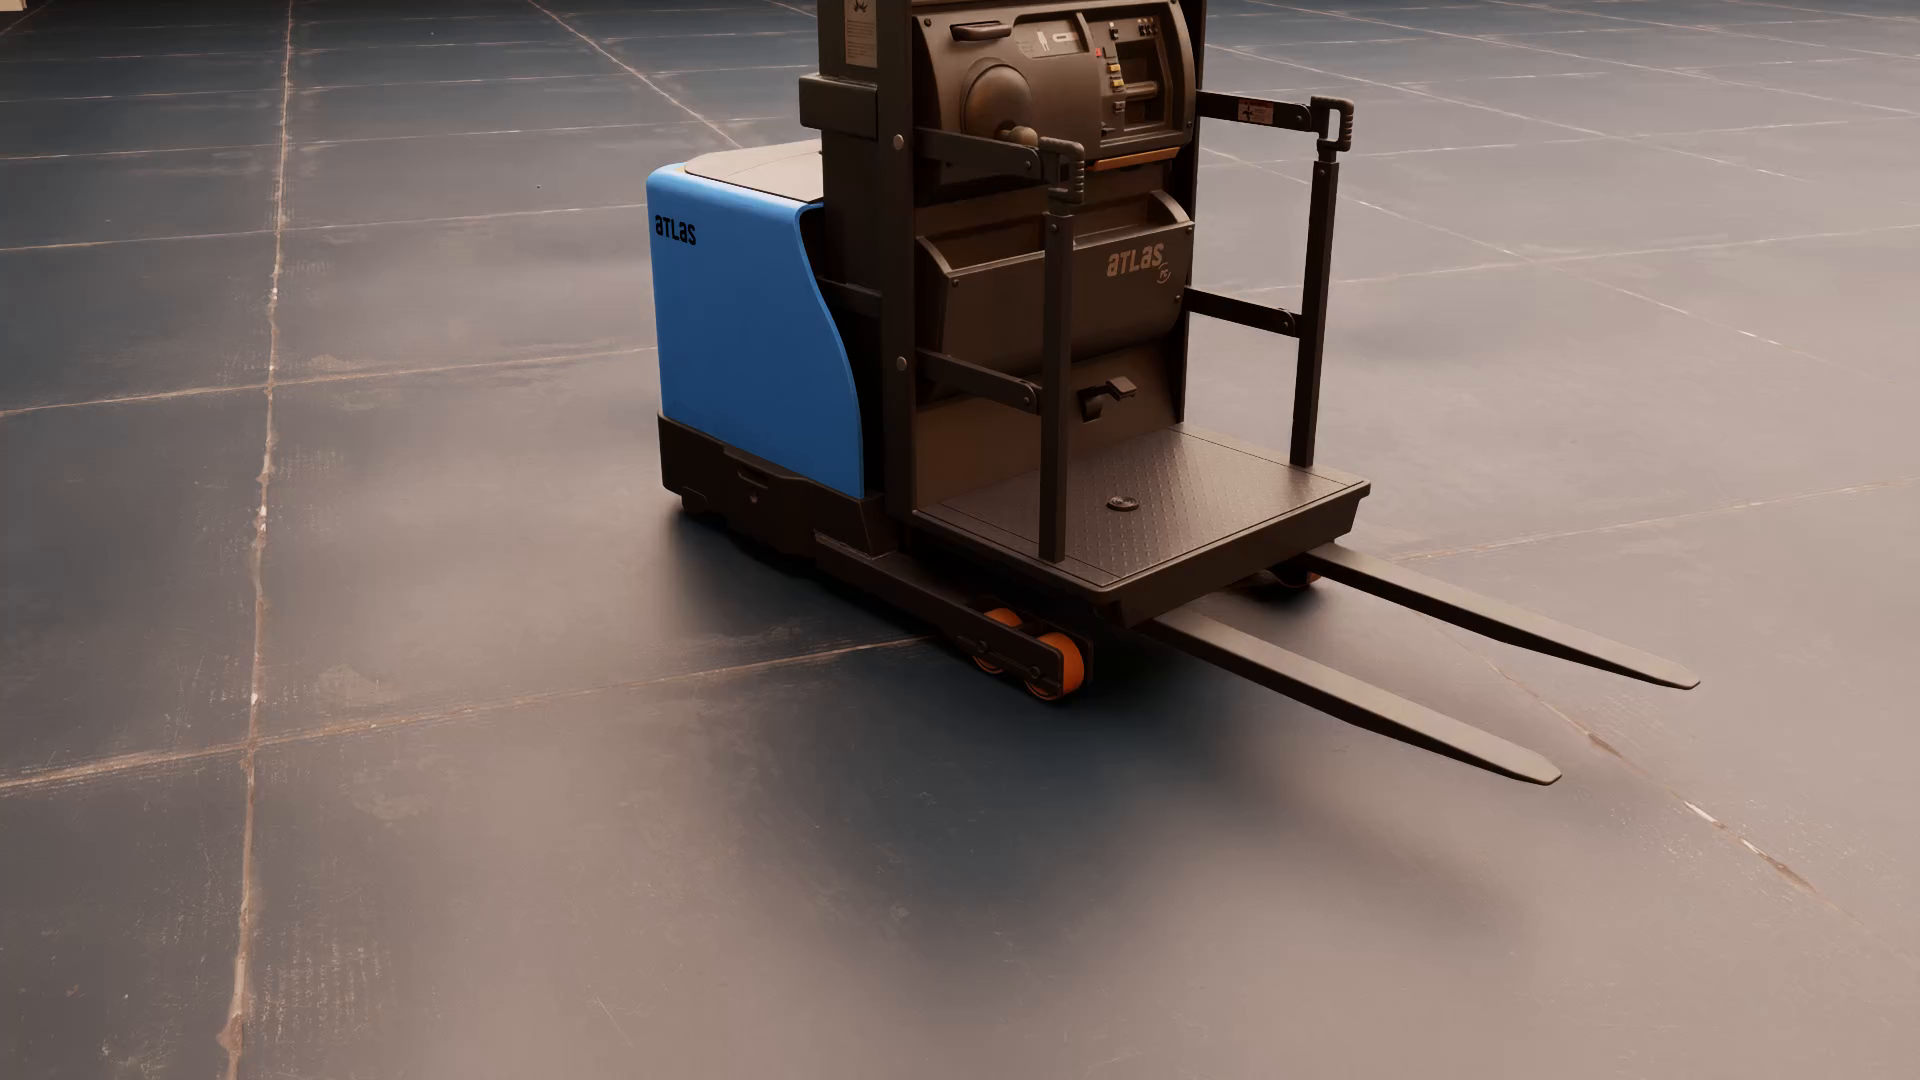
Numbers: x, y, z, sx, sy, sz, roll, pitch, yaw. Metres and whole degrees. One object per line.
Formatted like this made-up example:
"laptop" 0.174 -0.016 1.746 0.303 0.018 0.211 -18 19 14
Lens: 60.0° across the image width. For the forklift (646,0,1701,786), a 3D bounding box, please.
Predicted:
"forklift" 0.409 -1.176 4.096 1.130 2.935 3.031 -19 30 -38
